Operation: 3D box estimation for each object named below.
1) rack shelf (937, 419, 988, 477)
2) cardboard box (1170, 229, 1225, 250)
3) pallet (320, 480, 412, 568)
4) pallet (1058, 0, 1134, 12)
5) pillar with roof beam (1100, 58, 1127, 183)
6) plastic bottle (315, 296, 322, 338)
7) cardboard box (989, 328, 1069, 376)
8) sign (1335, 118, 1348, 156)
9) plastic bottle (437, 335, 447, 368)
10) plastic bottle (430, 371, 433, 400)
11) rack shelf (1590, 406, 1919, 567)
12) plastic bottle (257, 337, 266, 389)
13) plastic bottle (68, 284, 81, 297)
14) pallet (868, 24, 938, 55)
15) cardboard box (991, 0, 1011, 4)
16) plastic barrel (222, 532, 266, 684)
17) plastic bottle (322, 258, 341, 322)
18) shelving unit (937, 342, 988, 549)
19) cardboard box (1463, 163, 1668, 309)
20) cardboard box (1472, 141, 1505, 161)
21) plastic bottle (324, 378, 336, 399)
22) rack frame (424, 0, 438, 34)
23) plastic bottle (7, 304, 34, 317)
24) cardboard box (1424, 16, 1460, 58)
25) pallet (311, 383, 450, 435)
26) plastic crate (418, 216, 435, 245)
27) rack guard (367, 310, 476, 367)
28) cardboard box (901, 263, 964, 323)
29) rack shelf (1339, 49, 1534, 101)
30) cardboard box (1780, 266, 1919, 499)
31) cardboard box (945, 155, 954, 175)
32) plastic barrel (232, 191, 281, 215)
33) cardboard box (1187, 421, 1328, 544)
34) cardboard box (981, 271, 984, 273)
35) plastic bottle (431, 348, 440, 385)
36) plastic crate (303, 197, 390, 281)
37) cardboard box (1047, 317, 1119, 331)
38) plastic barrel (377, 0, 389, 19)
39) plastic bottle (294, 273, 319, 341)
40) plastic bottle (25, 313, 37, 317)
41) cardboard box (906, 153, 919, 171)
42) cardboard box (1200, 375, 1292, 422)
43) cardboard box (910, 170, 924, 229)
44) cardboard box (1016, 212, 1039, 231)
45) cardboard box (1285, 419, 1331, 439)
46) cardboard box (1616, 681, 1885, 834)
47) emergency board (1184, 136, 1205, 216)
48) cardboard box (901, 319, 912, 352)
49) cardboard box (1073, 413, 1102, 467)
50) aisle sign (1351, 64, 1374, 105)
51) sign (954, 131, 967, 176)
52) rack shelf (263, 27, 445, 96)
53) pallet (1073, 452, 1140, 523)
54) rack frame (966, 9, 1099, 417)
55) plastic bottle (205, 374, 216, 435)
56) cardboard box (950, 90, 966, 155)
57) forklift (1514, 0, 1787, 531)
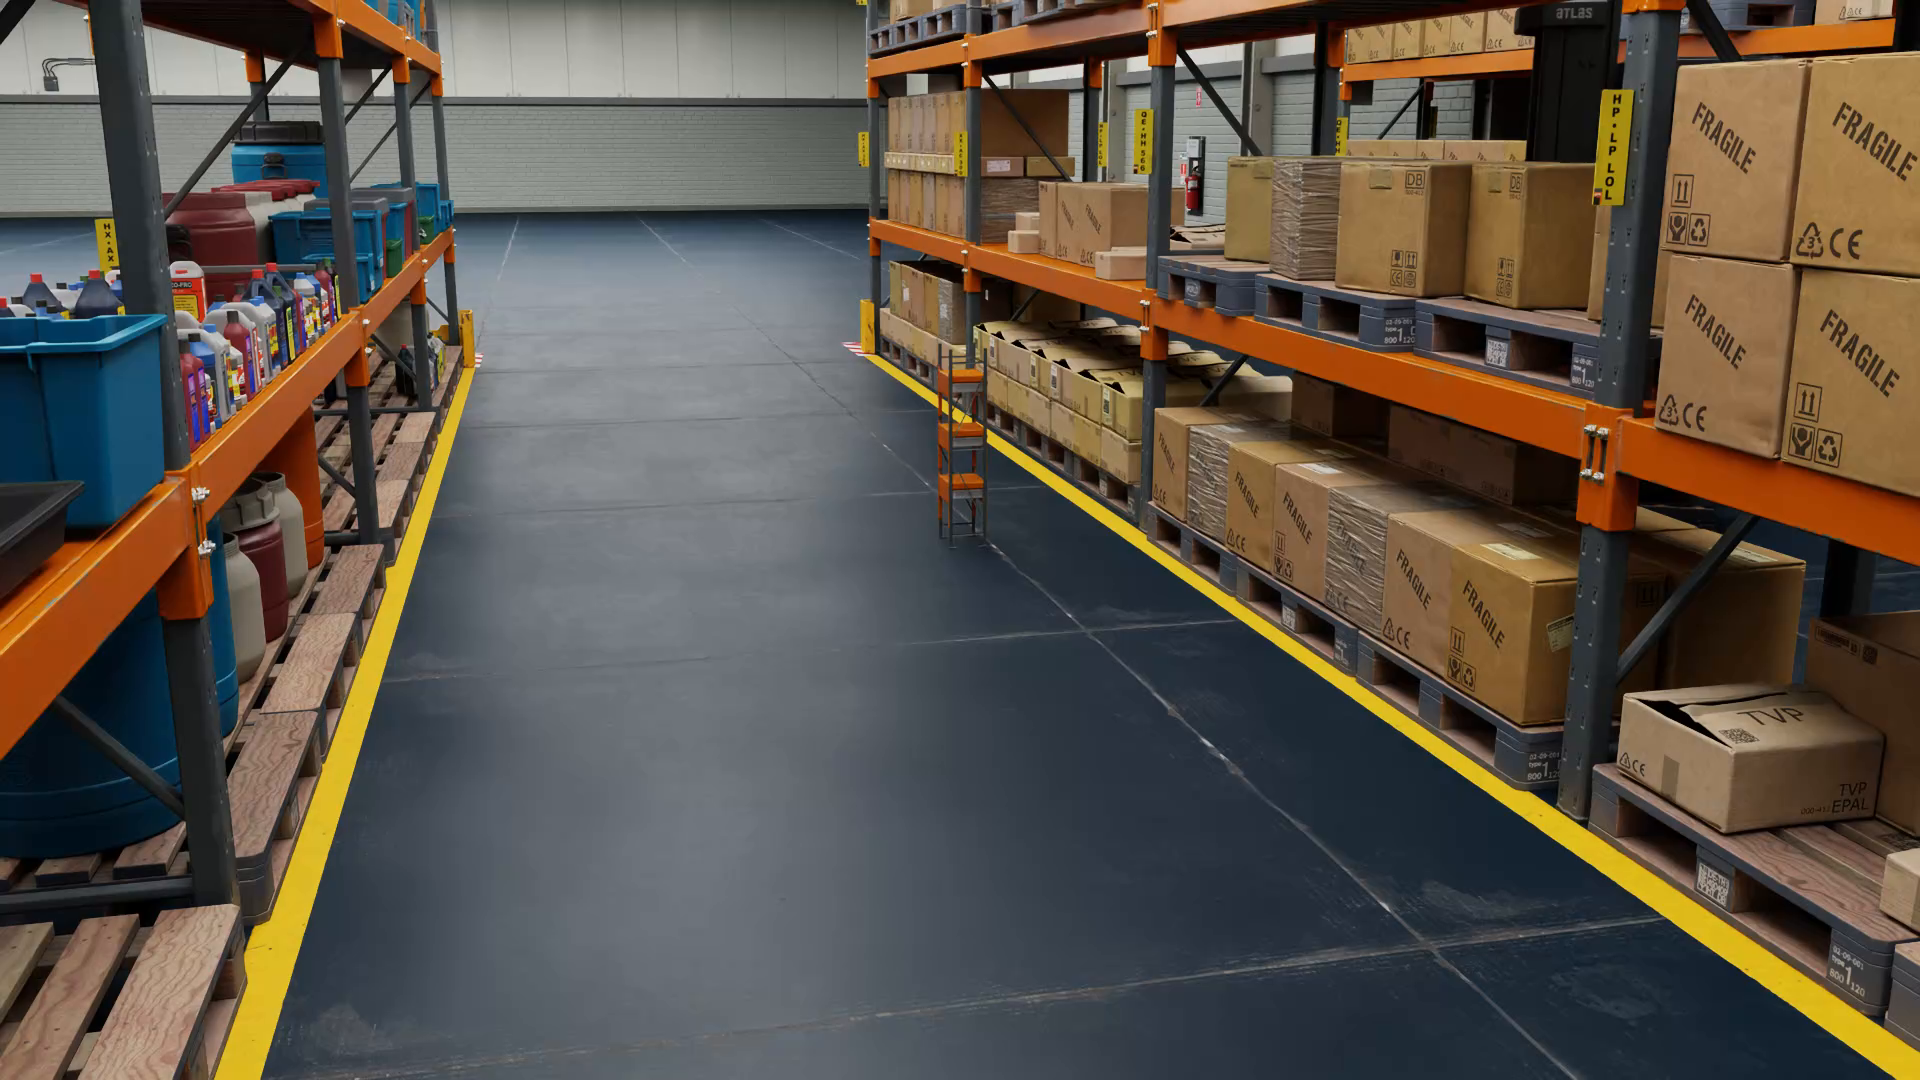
[{"bbox_3d":[0.013,-0.487,8.754,0.215,0.259,0.240,-3,14,-13],"label":"rack shelf"},{"bbox_3d":[1.442,-1.568,9.211,0.500,0.311,0.500,-2,14,-10],"label":"cardboard box"},{"bbox_3d":[-3.475,-0.076,8.792,1.003,0.211,1.213,-3,14,-13],"label":"pallet"},{"bbox_3d":[1.238,-3.042,9.134,1.213,0.211,1.003,-3,14,-11],"label":"pallet"},{"bbox_3d":[-1.578,-8.976,26.708,9.100,9.000,0.400,-3,14,-13],"label":"pillar with roof beam"},{"bbox_3d":[-2.689,-0.935,6.853,0.097,0.201,0.097,0,14,0],"label":"plastic bottle"},{"bbox_3d":[0.512,-1.363,11.913,0.500,0.311,0.500,-3,14,-14],"label":"cardboard box"},{"bbox_3d":[2.010,-2.081,8.852,0.100,0.325,0.005,-3,14,-13],"label":"sign"},{"bbox_3d":[-4.307,-1.564,13.804,0.061,0.283,0.133,-3,14,-12],"label":"plastic bottle"},{"bbox_3d":[-3.919,-1.158,12.170,0.097,0.271,0.097,0,14,0],"label":"plastic bottle"},{"bbox_3d":[2.894,0.209,3.267,1.077,0.370,4.000,-3,14,-13],"label":"rack shelf"},{"bbox_3d":[-2.348,-0.600,5.481,0.097,0.201,0.097,0,14,0],"label":"plastic bottle"},{"bbox_3d":[-3.326,-0.828,6.265,0.097,0.271,0.097,0,14,0],"label":"plastic bottle"},{"bbox_3d":[-0.253,-4.620,15.382,1.003,0.211,1.213,-3,14,-13],"label":"pallet"},{"bbox_3d":[0.556,-4.389,13.258,0.500,0.311,0.500,-4,14,-16],"label":"cardboard box"},{"bbox_3d":[-2.715,0.253,5.929,0.421,0.512,0.421,0,14,0],"label":"plastic barrel"},{"bbox_3d":[-2.821,-1.123,7.450,0.061,0.283,0.133,-3,14,-13],"label":"plastic bottle"},{"bbox_3d":[0.013,-0.498,8.752,0.215,1.050,0.252,-3,14,-13],"label":"shelving unit"},{"bbox_3d":[2.307,-1.131,6.141,0.700,0.500,0.500,-1,14,-4],"label":"cardboard box"},{"bbox_3d":[4.825,-3.232,14.530,0.500,0.500,0.500,-3,14,-14],"label":"cardboard box"},{"bbox_3d":[-4.702,-1.232,12.302,0.144,0.351,0.185,-4,14,-15],"label":"plastic bottle"},{"bbox_3d":[-5.210,-6.009,14.563,1.000,3.000,0.127,-3,14,-13],"label":"rack frame"},{"bbox_3d":[-3.089,-0.624,5.424,0.152,0.276,0.135,-3,14,-13],"label":"plastic bottle"},{"bbox_3d":[4.619,-4.704,15.286,0.500,0.500,0.500,-2,14,-10],"label":"cardboard box"},{"bbox_3d":[-4.388,-0.975,12.472,1.003,0.211,1.213,-3,14,-13],"label":"pallet"},{"bbox_3d":[-4.315,-2.398,12.869,0.450,0.188,0.662,-3,14,-13],"label":"plastic crate"},{"bbox_3d":[-5.146,-1.866,15.510,1.175,0.500,0.348,-3,14,-13],"label":"rack guard"},{"bbox_3d":[-0.235,-2.237,15.091,0.500,0.500,0.500,-3,14,-13],"label":"cardboard box"},{"bbox_3d":[4.890,-4.293,15.376,1.077,0.370,4.000,-3,14,-13],"label":"rack shelf"},{"bbox_3d":[2.402,-0.400,4.032,0.500,0.500,0.500,-3,14,-12],"label":"cardboard box"},{"bbox_3d":[0.090,-3.040,13.472,0.380,0.149,0.250,-3,14,-13],"label":"cardboard box"},{"bbox_3d":[-3.879,-1.626,9.028,0.421,0.512,0.421,0,14,0],"label":"plastic barrel"},{"bbox_3d":[1.442,-0.283,8.103,0.500,0.500,0.500,-4,14,-15],"label":"cardboard box"},{"bbox_3d":[0.386,-2.150,14.737,0.500,0.500,0.500,-3,14,-13],"label":"cardboard box"},{"bbox_3d":[-4.099,-1.360,12.968,0.061,0.283,0.133,-3,14,-11],"label":"plastic bottle"},{"bbox_3d":[-3.413,-1.670,9.309,0.402,0.464,0.583,-3,14,-13],"label":"plastic crate"},{"bbox_3d":[0.919,-1.511,12.517,0.500,0.311,0.500,-3,14,-13],"label":"cardboard box"},{"bbox_3d":[-3.787,-3.617,10.034,0.600,0.901,0.600,0,14,0],"label":"plastic barrel"},{"bbox_3d":[-2.666,-0.947,6.752,0.097,0.271,0.097,0,14,0],"label":"plastic bottle"},{"bbox_3d":[-2.917,-0.580,5.251,0.097,0.271,0.097,0,14,0],"label":"plastic bottle"},{"bbox_3d":[-0.267,-3.393,14.918,0.380,0.149,0.250,-4,14,-15],"label":"cardboard box"},{"bbox_3d":[1.647,-0.802,9.618,0.500,0.311,0.500,-3,14,-11],"label":"cardboard box"},{"bbox_3d":[-0.058,-3.075,14.981,0.700,0.500,0.500,-3,14,-13],"label":"cardboard box"},{"bbox_3d":[0.703,-2.263,12.187,0.500,0.250,0.500,-2,14,-10],"label":"cardboard box"},{"bbox_3d":[1.932,-0.321,8.262,0.500,0.500,0.500,-3,14,-11],"label":"cardboard box"},{"bbox_3d":[2.312,0.600,4.891,0.500,0.311,0.500,-3,14,-13],"label":"cardboard box"},{"bbox_3d":[3.473,-5.490,25.079,0.194,1.169,0.643,-3,14,-13],"label":"emergency board"},{"bbox_3d":[-0.247,-1.872,15.177,0.500,0.250,0.500,-3,14,-13],"label":"cardboard box"},{"bbox_3d":[0.999,-0.619,10.051,0.500,0.250,0.500,-3,14,-14],"label":"cardboard box"},{"bbox_3d":[4.111,-4.910,17.226,0.394,0.787,0.004,-3,14,-13],"label":"aisle sign"},{"bbox_3d":[0.006,-2.875,12.384,0.100,0.325,0.005,-3,14,-13],"label":"sign"},{"bbox_3d":[-4.740,-3.741,13.115,1.077,0.370,4.000,-3,14,-13],"label":"rack shelf"},{"bbox_3d":[1.329,-0.362,9.964,1.003,0.211,1.213,-3,14,-13],"label":"pallet"},{"bbox_3d":[0.545,-2.447,12.624,1.000,3.000,0.127,-3,14,-13],"label":"rack frame"},{"bbox_3d":[-2.139,-0.395,4.641,0.097,0.201,0.097,0,14,0],"label":"plastic bottle"},{"bbox_3d":[0.315,-3.345,13.353,0.700,0.500,0.500,-3,14,-13],"label":"cardboard box"},{"bbox_3d":[3.861,-1.581,9.221,3.031,2.935,1.130,4,14,15],"label":"forklift"}]
